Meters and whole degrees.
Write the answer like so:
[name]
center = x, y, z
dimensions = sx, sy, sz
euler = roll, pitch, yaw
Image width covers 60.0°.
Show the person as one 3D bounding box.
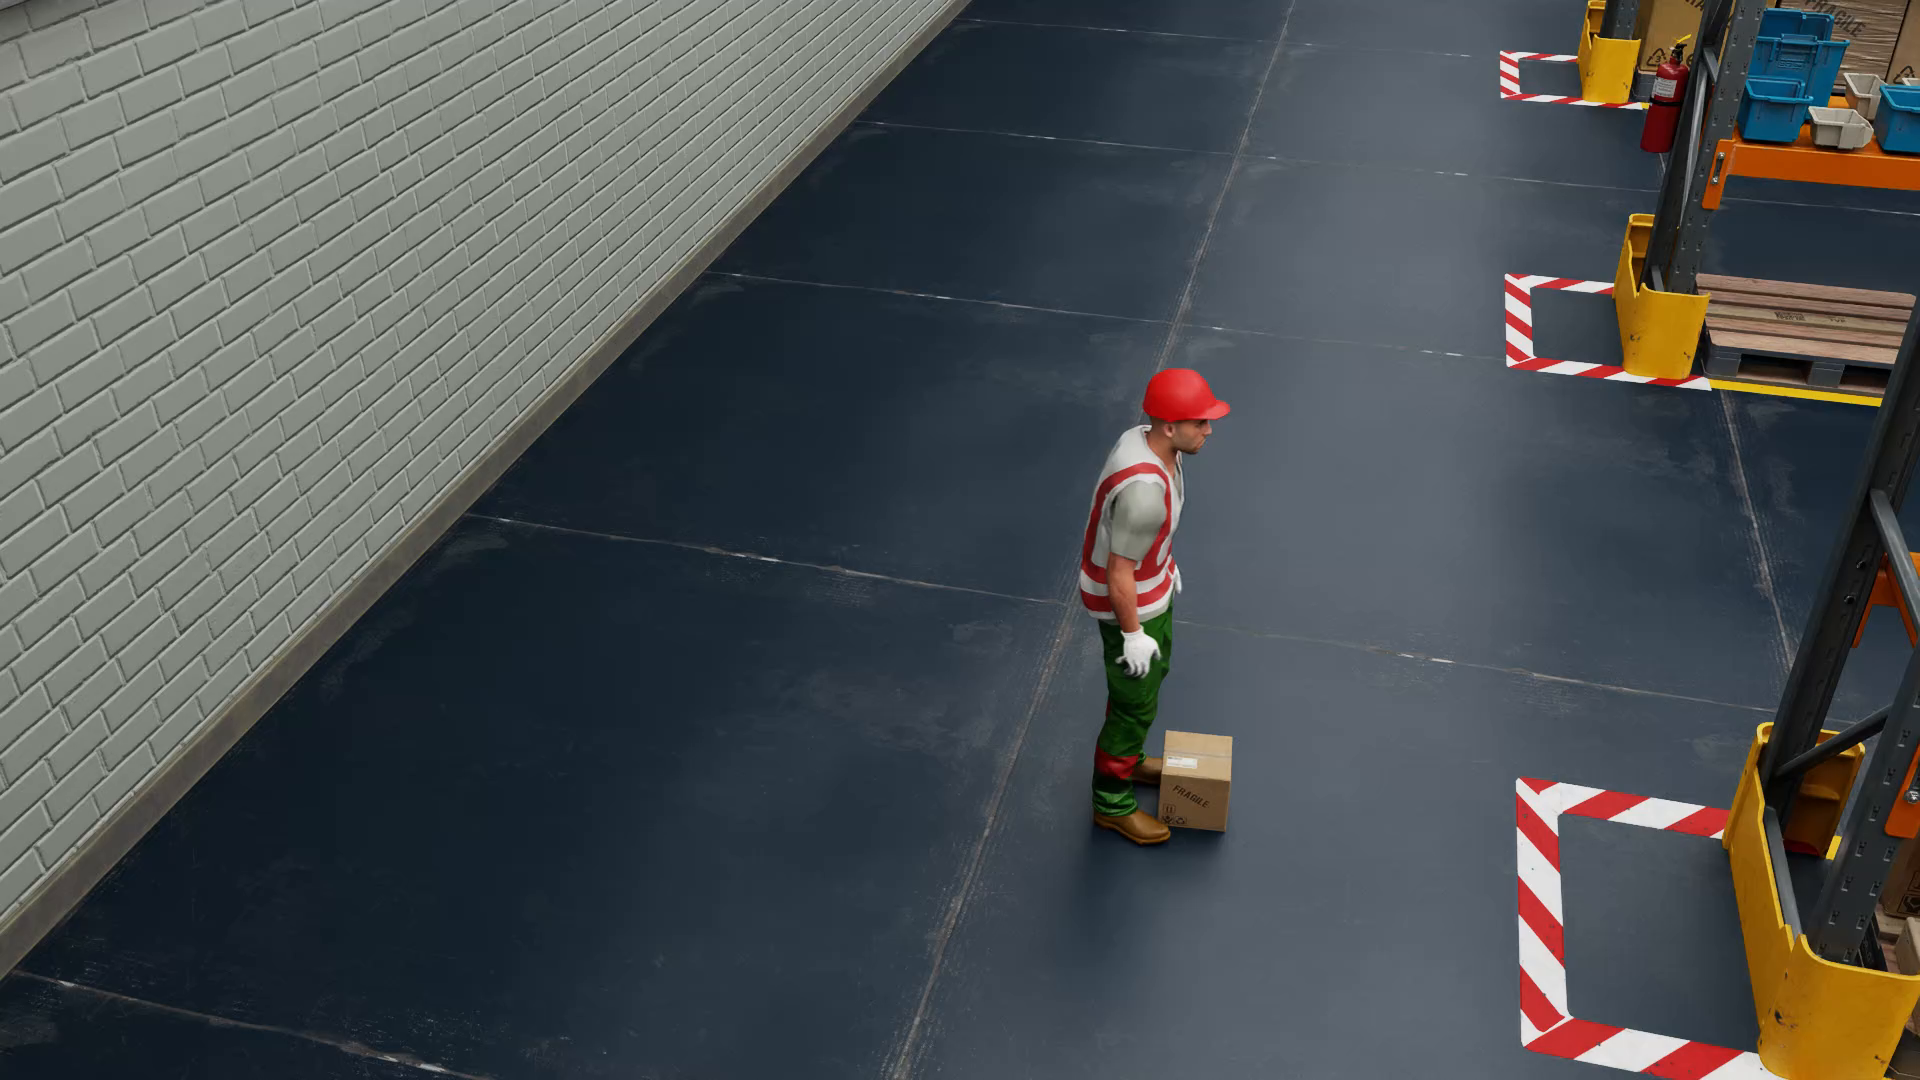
[person]
center = 0.645, 0.214, 5.788
dimensions = 0.449, 1.779, 0.608
euler = 8, 33, 13
